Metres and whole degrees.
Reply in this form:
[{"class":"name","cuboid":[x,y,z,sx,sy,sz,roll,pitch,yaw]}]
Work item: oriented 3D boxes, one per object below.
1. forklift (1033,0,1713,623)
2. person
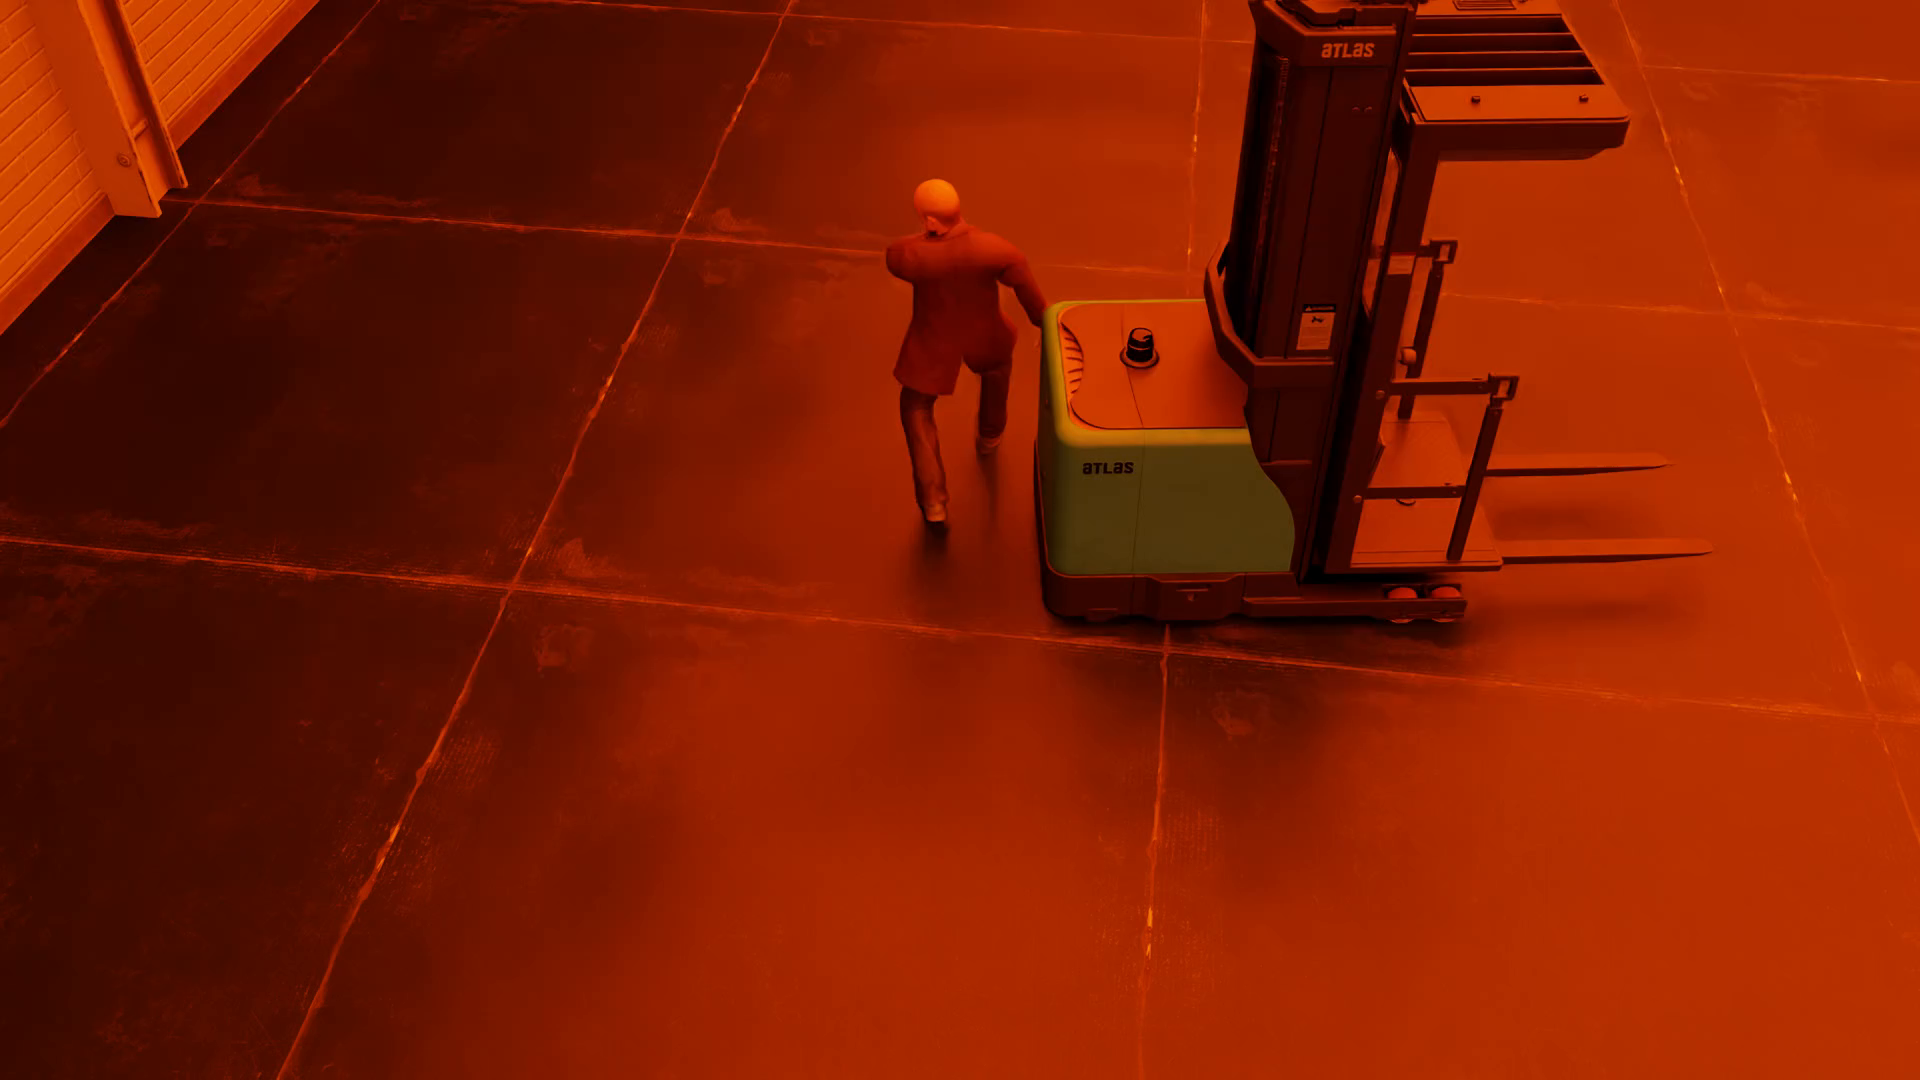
[{"class":"forklift","cuboid":[1.882,-1.066,6.885,3.031,2.935,1.130,-1,43,-1]},{"class":"person","cuboid":[0.049,-0.995,7.744,0.783,1.685,0.949,-8,43,-9]}]
